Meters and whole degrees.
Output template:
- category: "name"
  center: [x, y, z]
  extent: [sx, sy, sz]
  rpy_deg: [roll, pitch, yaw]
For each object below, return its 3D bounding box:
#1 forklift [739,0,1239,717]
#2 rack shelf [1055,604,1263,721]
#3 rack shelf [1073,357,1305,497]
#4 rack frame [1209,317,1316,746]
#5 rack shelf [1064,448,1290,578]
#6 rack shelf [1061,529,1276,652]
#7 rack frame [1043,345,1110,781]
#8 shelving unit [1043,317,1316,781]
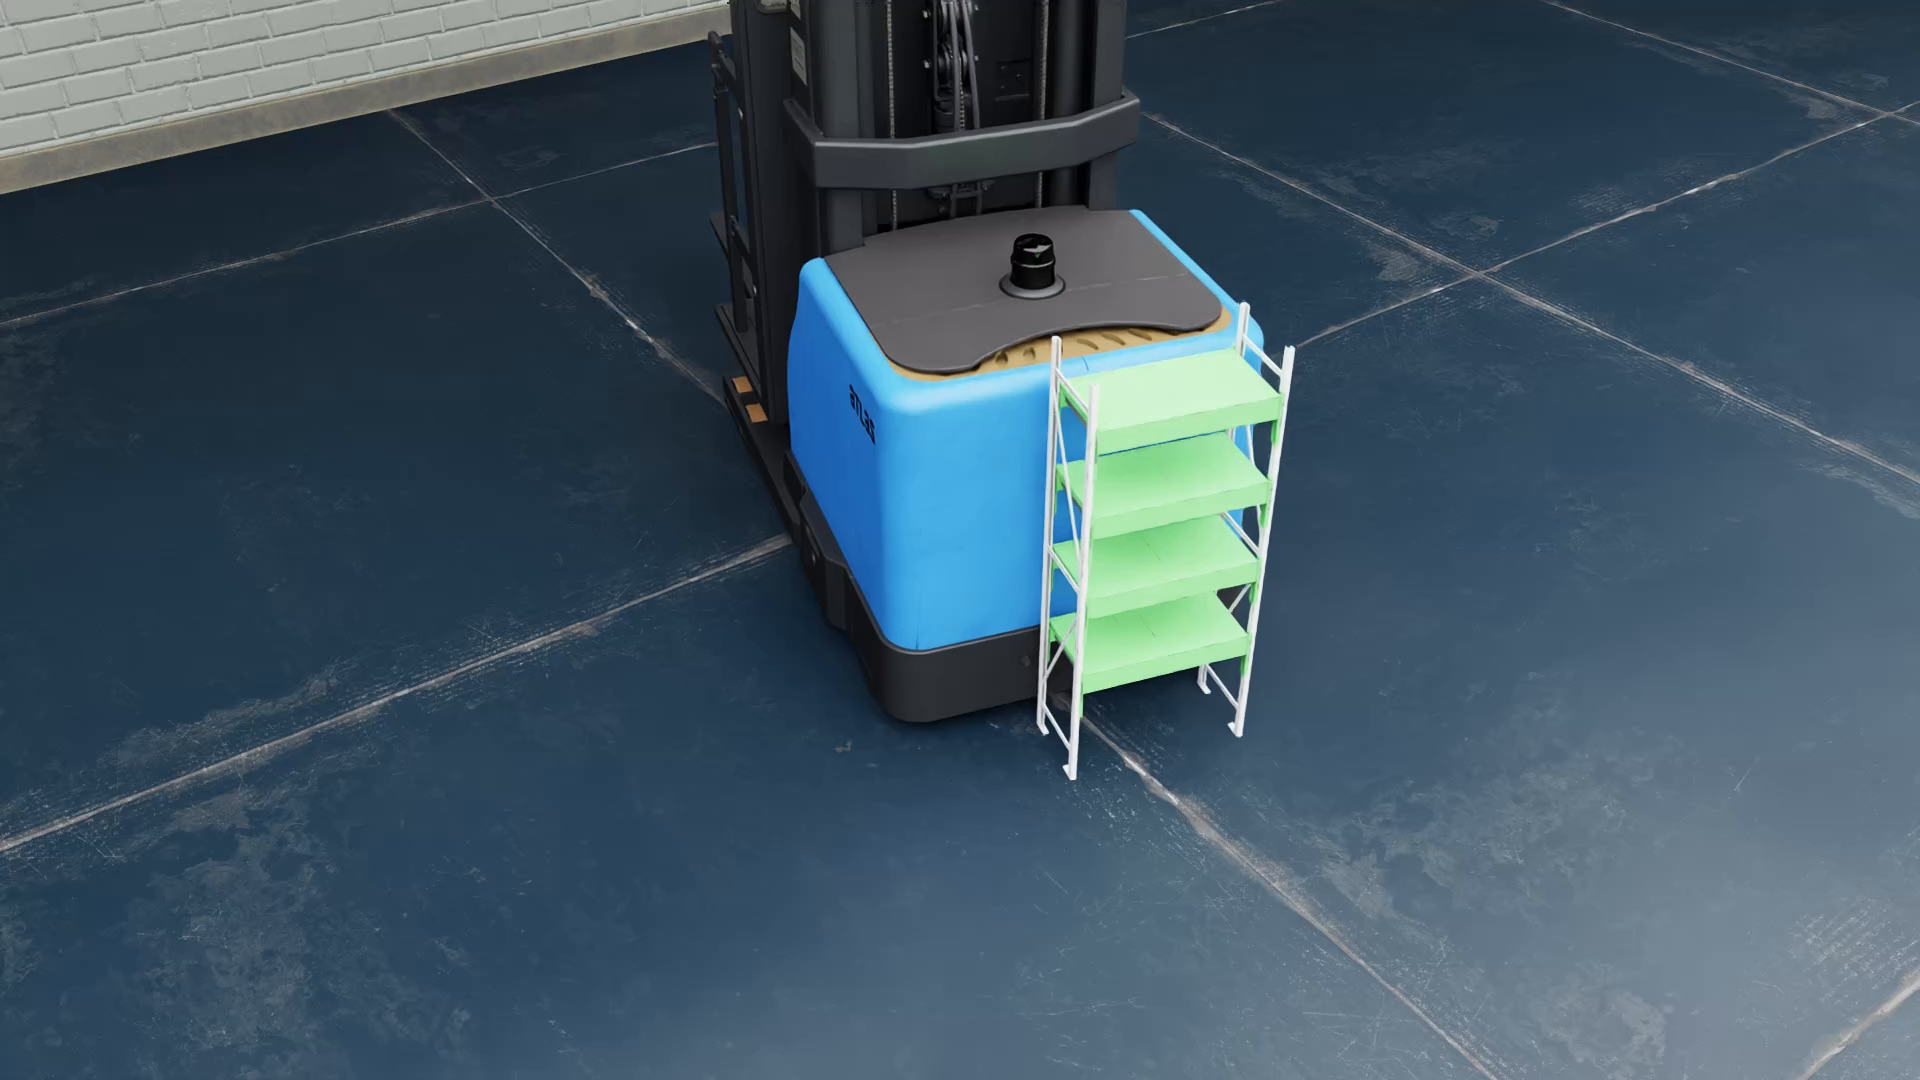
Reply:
- category: "forklift"
  center: [-0.116, -1.573, 4.926]
  extent: [1.130, 2.935, 3.031]
  rpy_deg: [-8, 36, -10]
- category: "rack shelf"
  center: [0.507, 0.290, 4.325]
  extent: [0.480, 0.148, 0.258]
  rpy_deg: [-9, 41, -13]
- category: "rack shelf"
  center: [0.520, -0.267, 3.868]
  extent: [0.480, 0.148, 0.258]
  rpy_deg: [-9, 41, -13]
- category: "rack frame"
  center: [0.748, 0.016, 4.186]
  extent: [0.015, 1.200, 0.240]
  rpy_deg: [-9, 41, -13]
- category: "rack shelf"
  center: [0.516, -0.081, 4.021]
  extent: [0.480, 0.148, 0.258]
  rpy_deg: [-9, 41, -13]
- category: "rack shelf"
  center: [0.512, 0.104, 4.173]
  extent: [0.480, 0.148, 0.258]
  rpy_deg: [-9, 41, -13]
- category: "rack frame"
  center: [0.278, 0.093, 4.079]
  extent: [0.015, 1.200, 0.240]
  rpy_deg: [-9, 41, -13]
- category: "shelving unit"
  center: [0.513, 0.055, 4.132]
  extent: [0.503, 1.200, 0.258]
  rpy_deg: [-9, 41, -13]
